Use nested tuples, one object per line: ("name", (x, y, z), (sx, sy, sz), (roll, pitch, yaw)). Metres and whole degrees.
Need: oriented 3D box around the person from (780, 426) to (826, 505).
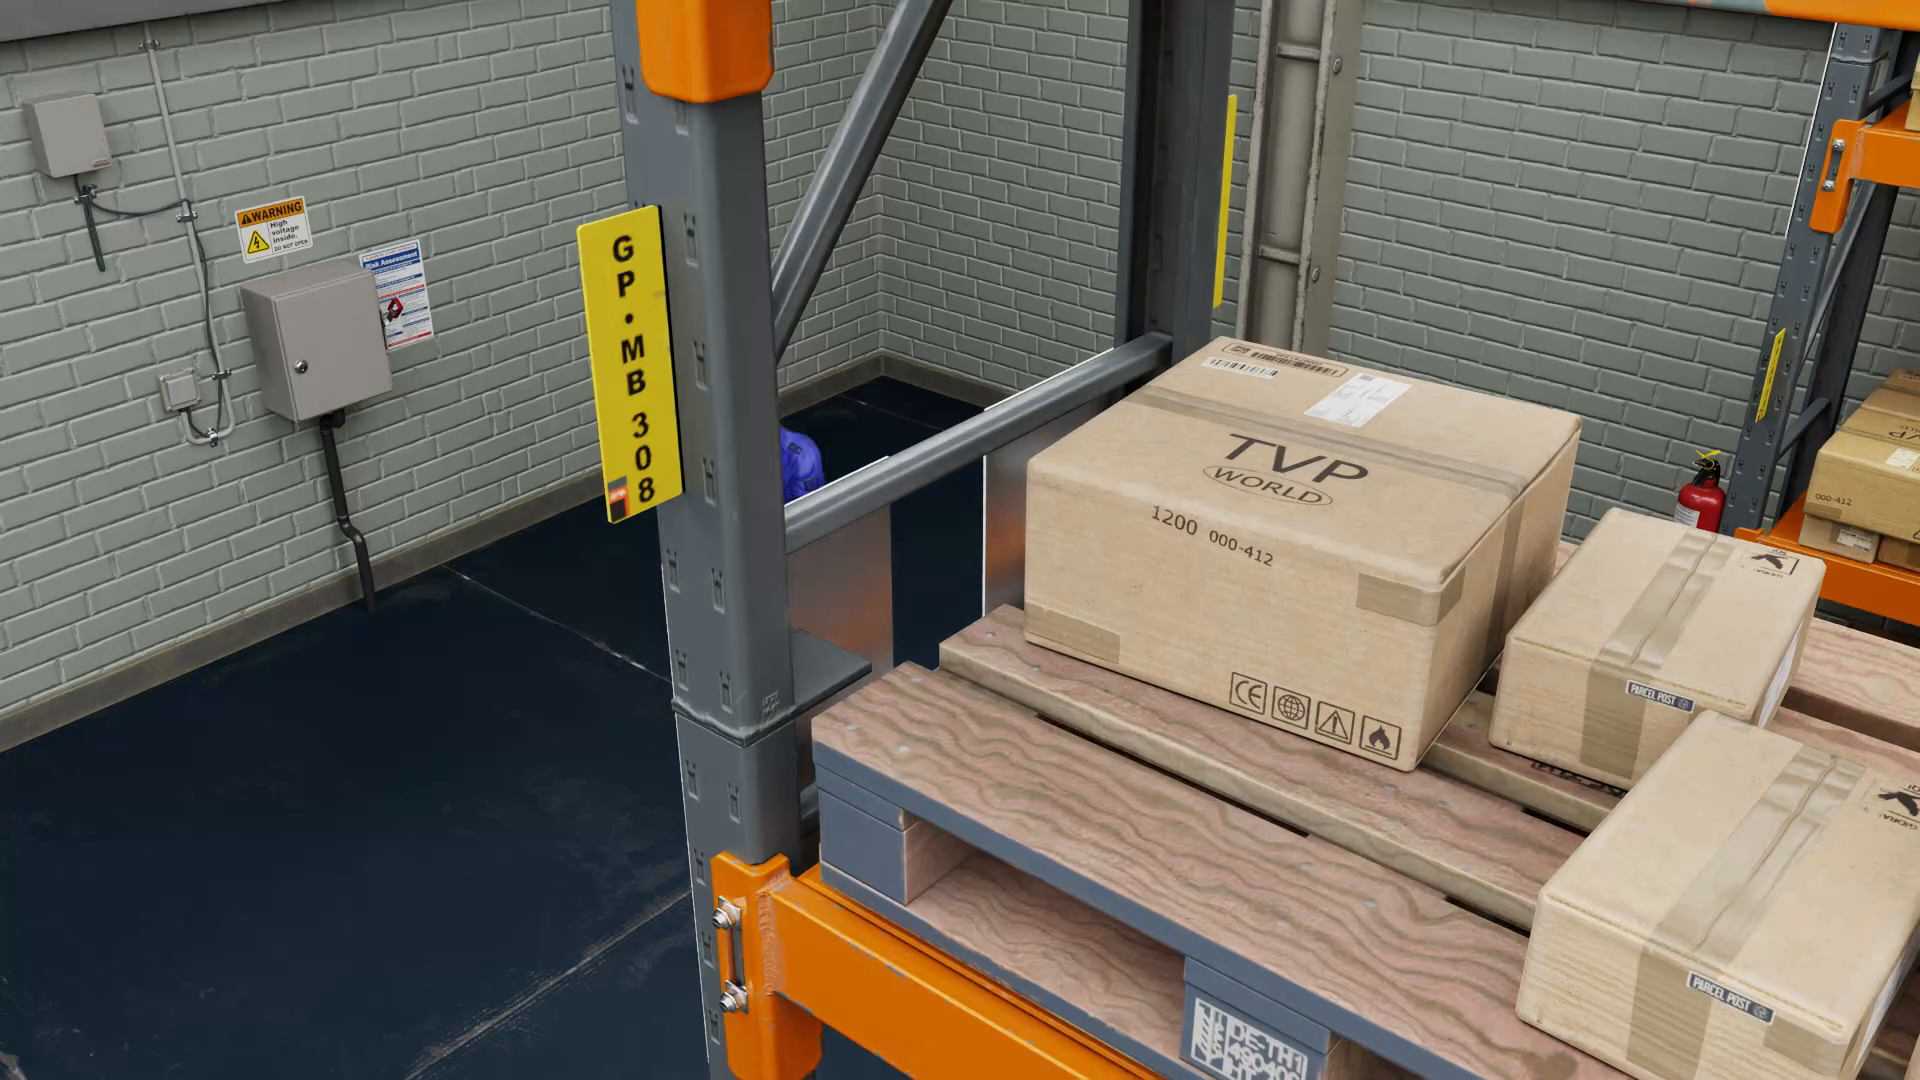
("person", (-0.747, 0.026, 7.299), (0.490, 1.465, 0.556), (21, 34, 35))
